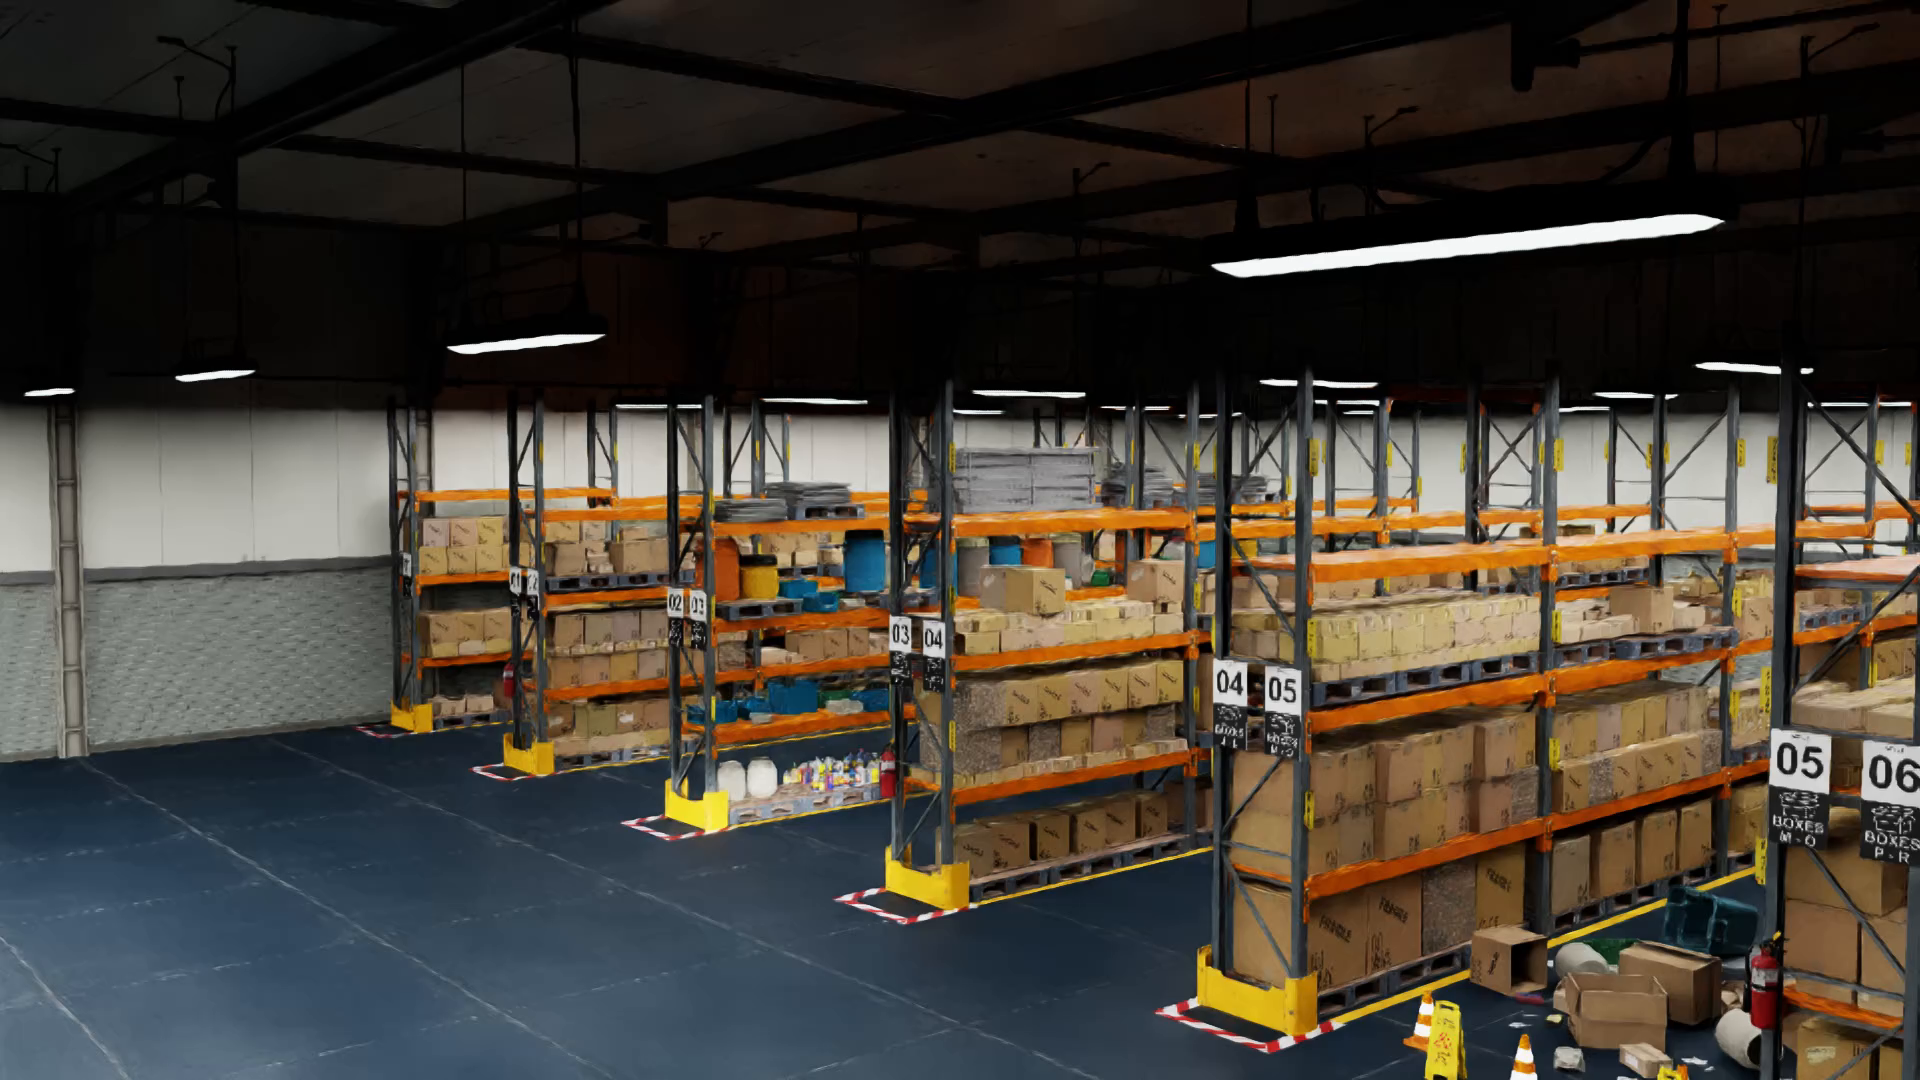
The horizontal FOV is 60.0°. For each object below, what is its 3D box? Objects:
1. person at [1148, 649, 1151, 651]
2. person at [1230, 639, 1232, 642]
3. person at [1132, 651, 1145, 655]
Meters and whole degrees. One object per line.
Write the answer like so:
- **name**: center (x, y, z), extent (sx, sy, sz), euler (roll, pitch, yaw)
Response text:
- **person**: center (4.414, 1.883, 41.241), extent (0.727, 1.765, 0.480), euler (0, 3, 3)
- **person**: center (5.561, 2.229, 34.832), extent (0.637, 1.789, 0.484), euler (-2, 4, -33)
- **person**: center (3.297, 2.562, 30.689), extent (1.088, 1.589, 0.456), euler (-3, 4, -38)
